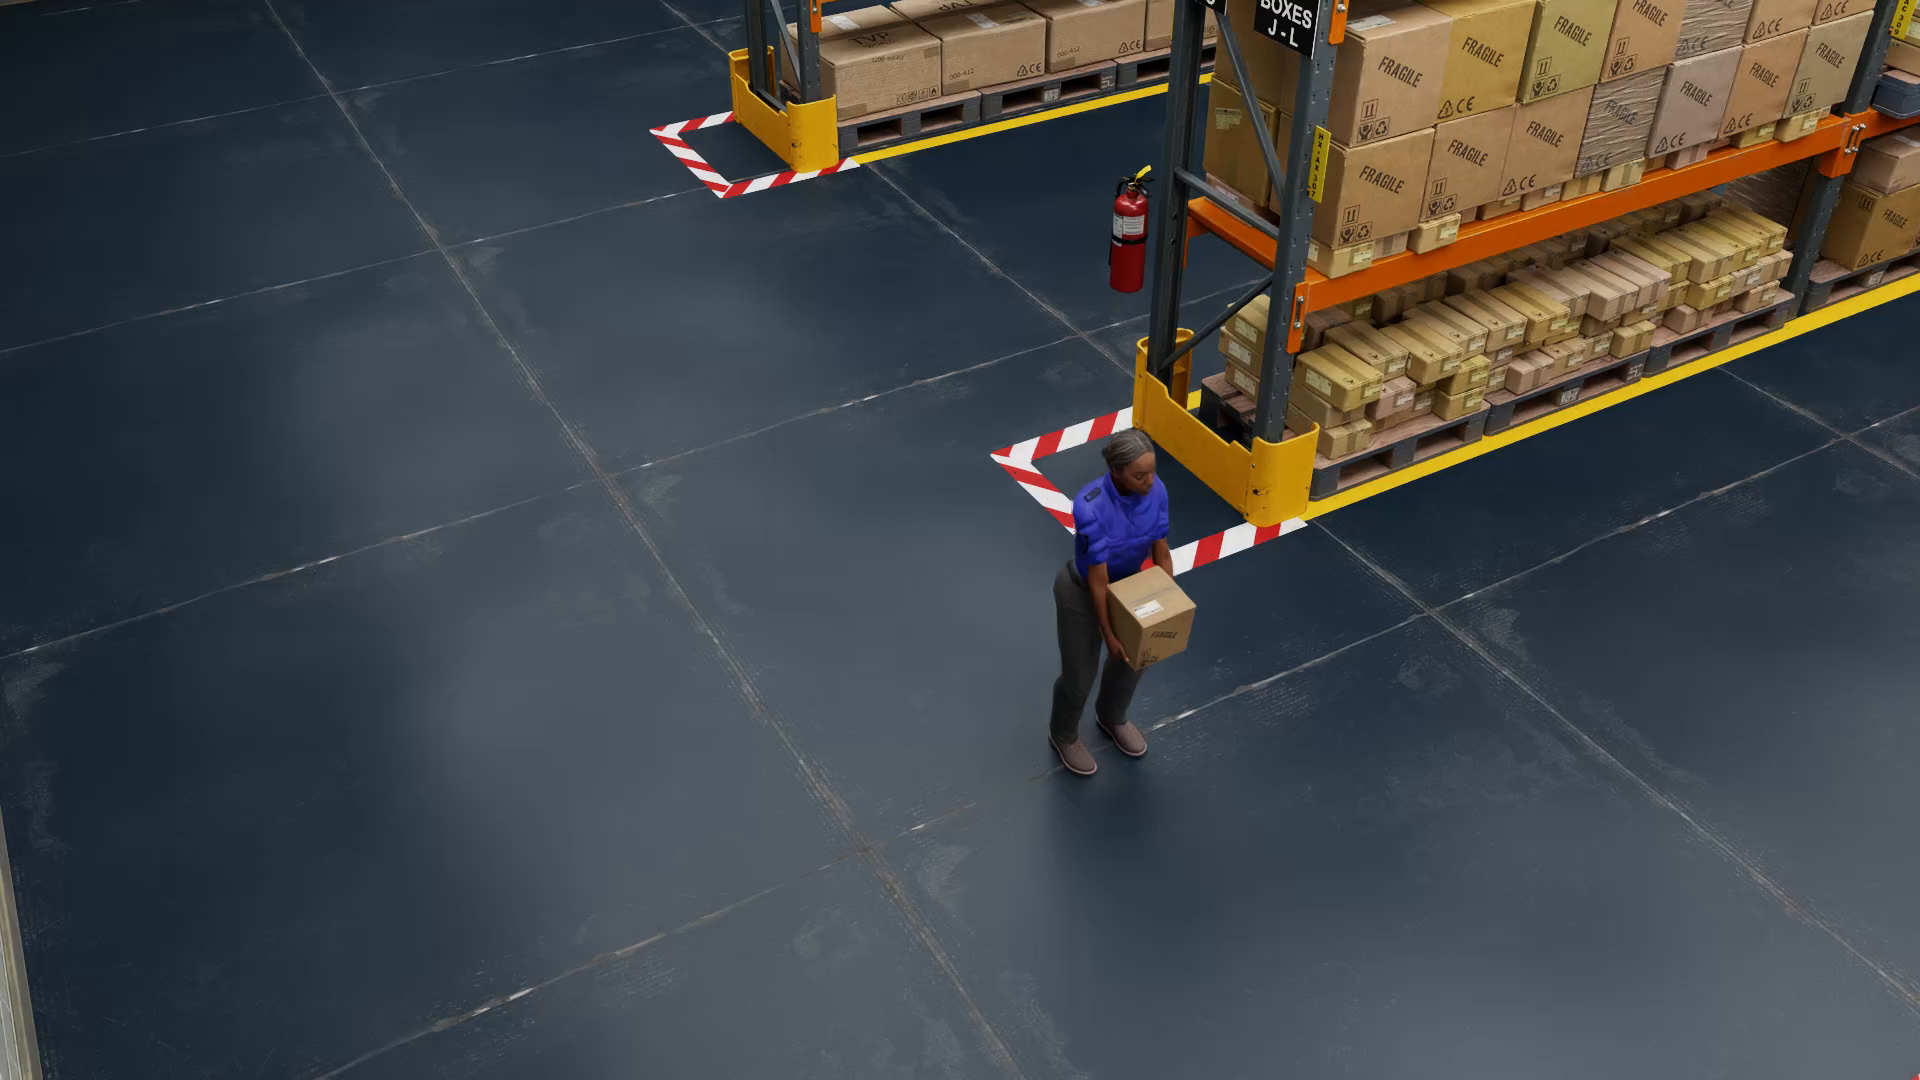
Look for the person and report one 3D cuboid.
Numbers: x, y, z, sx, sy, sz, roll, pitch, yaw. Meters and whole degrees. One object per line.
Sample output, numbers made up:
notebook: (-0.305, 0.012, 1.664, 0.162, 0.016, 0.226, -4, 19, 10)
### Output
person: (0.631, 0.265, 6.596, 0.412, 1.647, 0.529, -20, 41, -24)
